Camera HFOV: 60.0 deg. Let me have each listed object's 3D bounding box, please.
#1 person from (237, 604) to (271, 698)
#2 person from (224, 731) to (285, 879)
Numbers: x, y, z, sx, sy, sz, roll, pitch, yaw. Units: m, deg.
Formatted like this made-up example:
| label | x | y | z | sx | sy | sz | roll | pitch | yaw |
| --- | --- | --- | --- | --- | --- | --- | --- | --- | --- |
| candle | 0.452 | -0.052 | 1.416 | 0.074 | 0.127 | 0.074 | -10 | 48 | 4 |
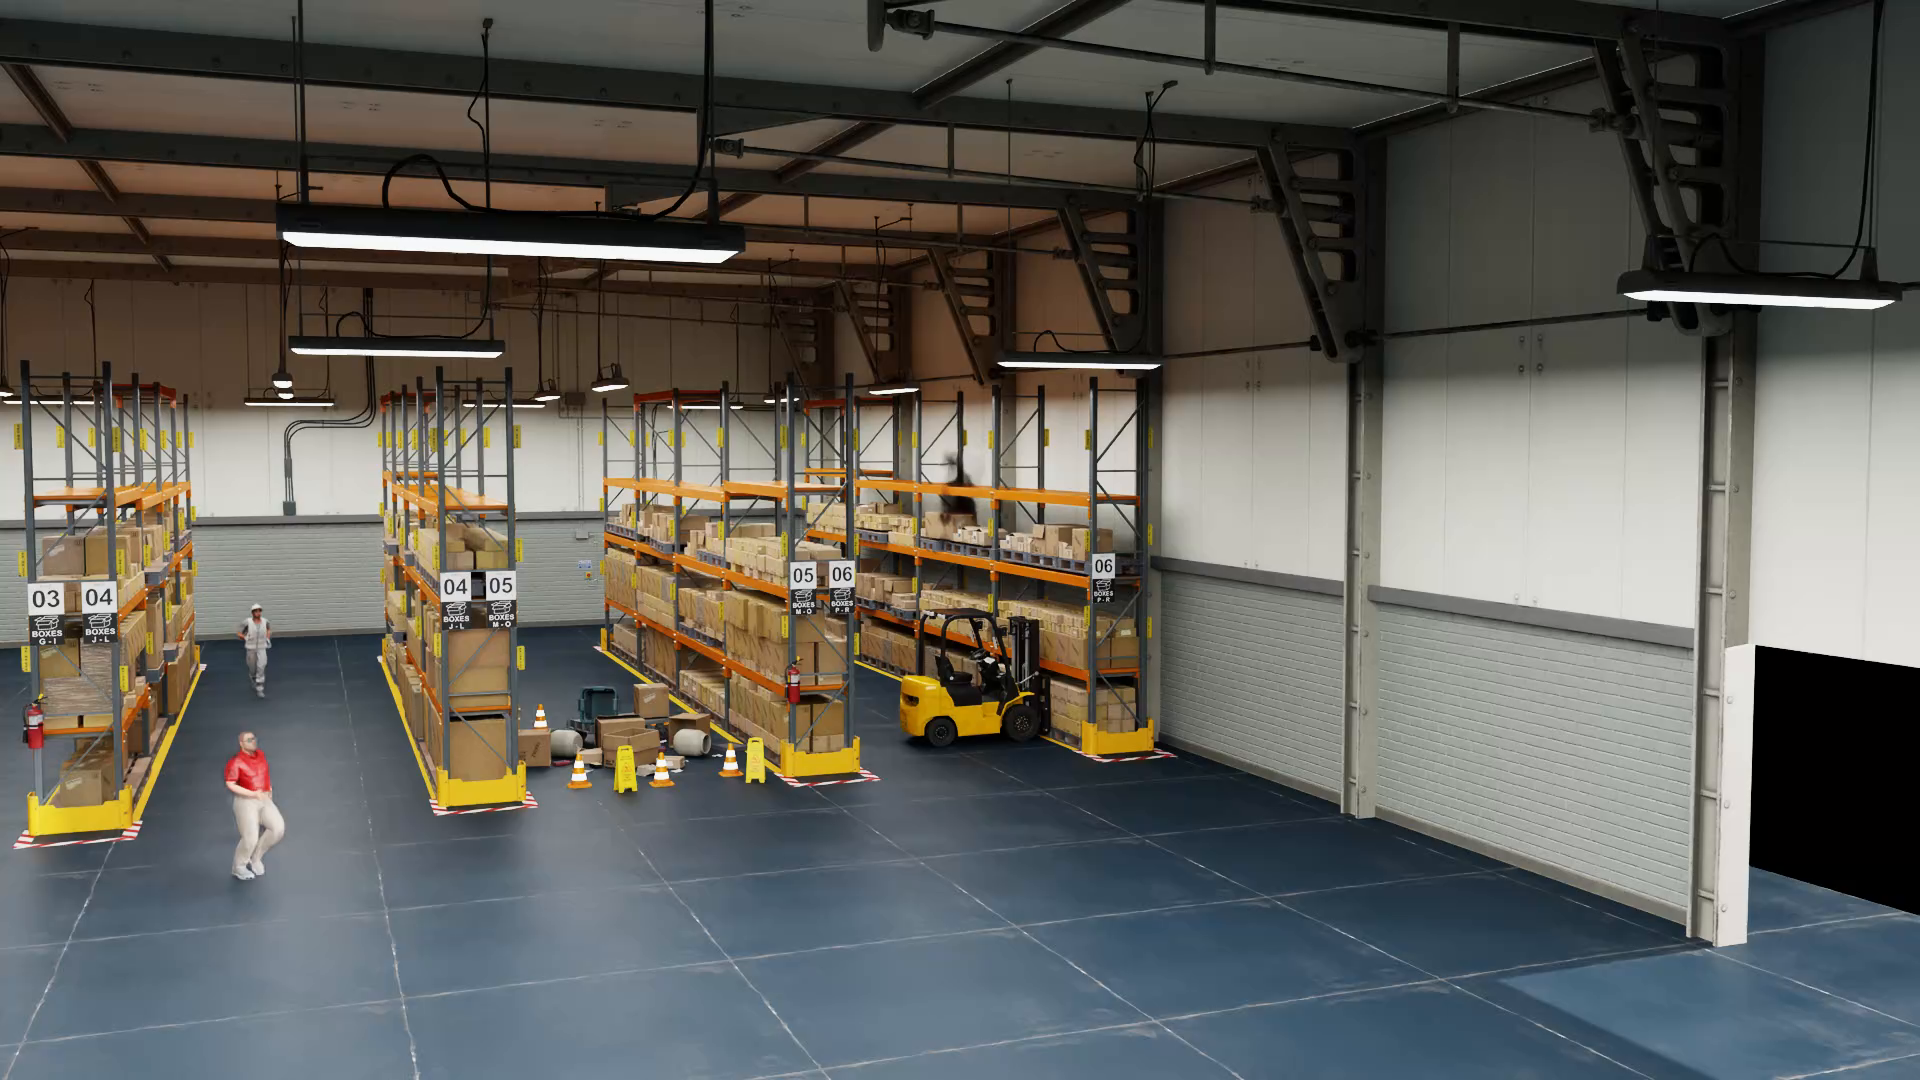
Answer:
| label | x | y | z | sx | sy | sz | roll | pitch | yaw |
| --- | --- | --- | --- | --- | --- | --- | --- | --- | --- |
| person | -13.774 | 2.152 | 32.494 | 0.637 | 1.798 | 0.888 | -2 | 4 | -30 |
| person | -8.044 | 3.015 | 18.975 | 0.621 | 1.691 | 0.675 | 1 | 4 | 22 |
